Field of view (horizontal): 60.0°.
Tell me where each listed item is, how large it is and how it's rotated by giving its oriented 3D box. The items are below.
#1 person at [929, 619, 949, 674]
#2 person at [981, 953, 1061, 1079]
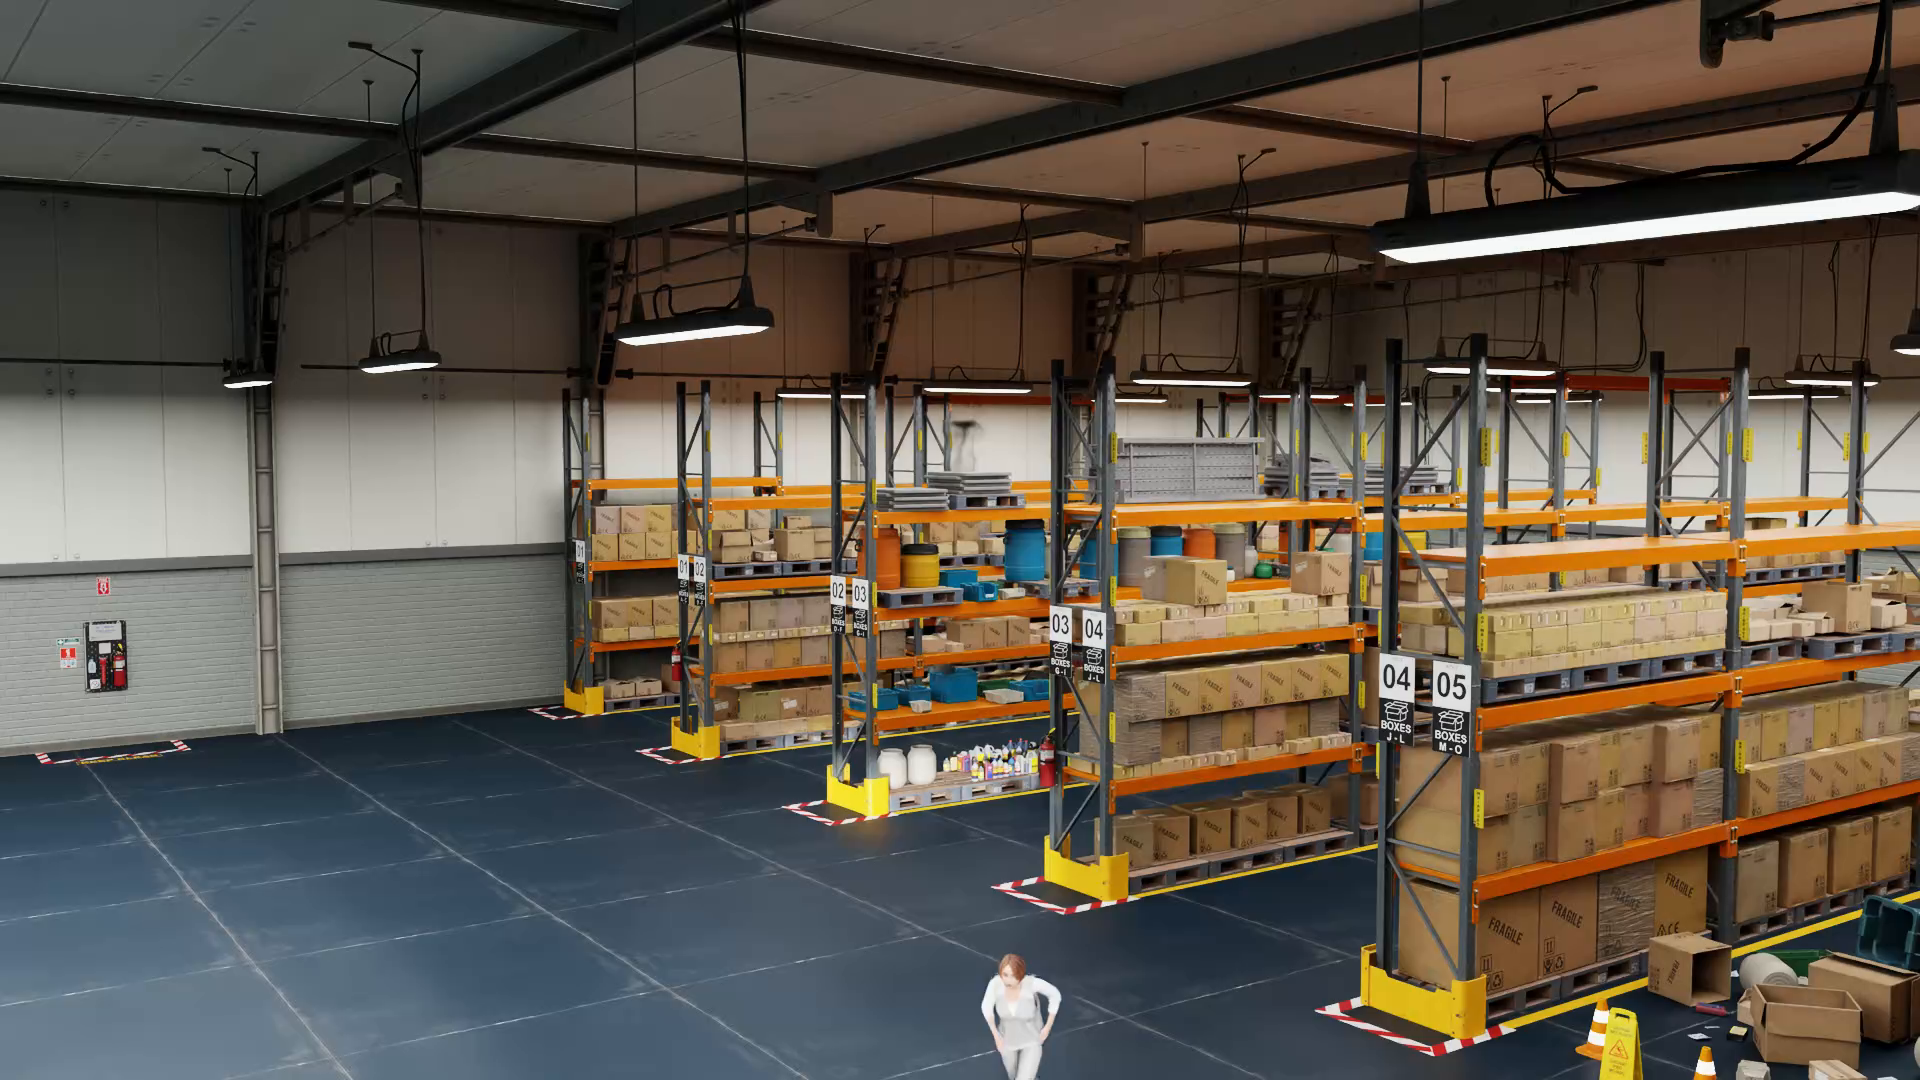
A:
[{"bbox_3d":[-0.335,2.322,31.556,0.604,1.667,0.585,-3,5,-40],"label":"person"},{"bbox_3d":[0.457,3.649,12.022,0.570,1.547,0.914,1,4,11],"label":"person"}]
